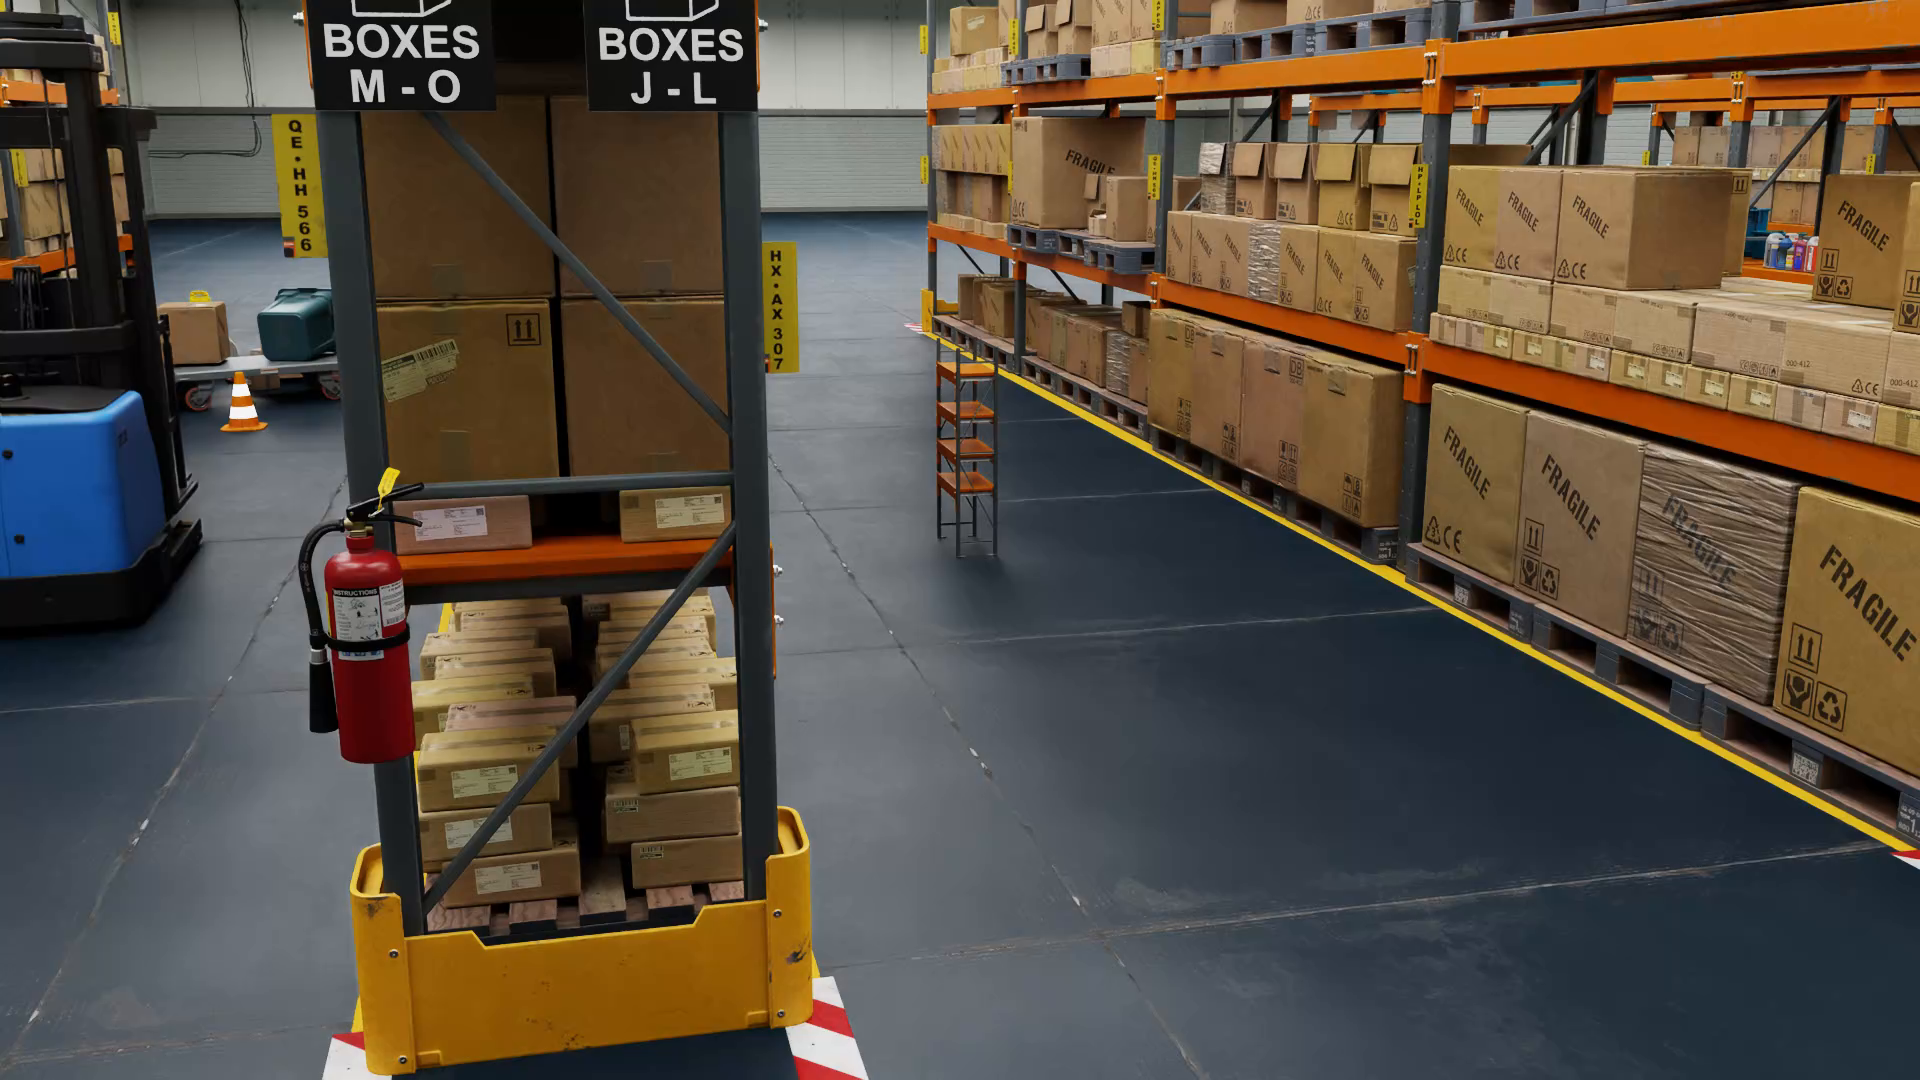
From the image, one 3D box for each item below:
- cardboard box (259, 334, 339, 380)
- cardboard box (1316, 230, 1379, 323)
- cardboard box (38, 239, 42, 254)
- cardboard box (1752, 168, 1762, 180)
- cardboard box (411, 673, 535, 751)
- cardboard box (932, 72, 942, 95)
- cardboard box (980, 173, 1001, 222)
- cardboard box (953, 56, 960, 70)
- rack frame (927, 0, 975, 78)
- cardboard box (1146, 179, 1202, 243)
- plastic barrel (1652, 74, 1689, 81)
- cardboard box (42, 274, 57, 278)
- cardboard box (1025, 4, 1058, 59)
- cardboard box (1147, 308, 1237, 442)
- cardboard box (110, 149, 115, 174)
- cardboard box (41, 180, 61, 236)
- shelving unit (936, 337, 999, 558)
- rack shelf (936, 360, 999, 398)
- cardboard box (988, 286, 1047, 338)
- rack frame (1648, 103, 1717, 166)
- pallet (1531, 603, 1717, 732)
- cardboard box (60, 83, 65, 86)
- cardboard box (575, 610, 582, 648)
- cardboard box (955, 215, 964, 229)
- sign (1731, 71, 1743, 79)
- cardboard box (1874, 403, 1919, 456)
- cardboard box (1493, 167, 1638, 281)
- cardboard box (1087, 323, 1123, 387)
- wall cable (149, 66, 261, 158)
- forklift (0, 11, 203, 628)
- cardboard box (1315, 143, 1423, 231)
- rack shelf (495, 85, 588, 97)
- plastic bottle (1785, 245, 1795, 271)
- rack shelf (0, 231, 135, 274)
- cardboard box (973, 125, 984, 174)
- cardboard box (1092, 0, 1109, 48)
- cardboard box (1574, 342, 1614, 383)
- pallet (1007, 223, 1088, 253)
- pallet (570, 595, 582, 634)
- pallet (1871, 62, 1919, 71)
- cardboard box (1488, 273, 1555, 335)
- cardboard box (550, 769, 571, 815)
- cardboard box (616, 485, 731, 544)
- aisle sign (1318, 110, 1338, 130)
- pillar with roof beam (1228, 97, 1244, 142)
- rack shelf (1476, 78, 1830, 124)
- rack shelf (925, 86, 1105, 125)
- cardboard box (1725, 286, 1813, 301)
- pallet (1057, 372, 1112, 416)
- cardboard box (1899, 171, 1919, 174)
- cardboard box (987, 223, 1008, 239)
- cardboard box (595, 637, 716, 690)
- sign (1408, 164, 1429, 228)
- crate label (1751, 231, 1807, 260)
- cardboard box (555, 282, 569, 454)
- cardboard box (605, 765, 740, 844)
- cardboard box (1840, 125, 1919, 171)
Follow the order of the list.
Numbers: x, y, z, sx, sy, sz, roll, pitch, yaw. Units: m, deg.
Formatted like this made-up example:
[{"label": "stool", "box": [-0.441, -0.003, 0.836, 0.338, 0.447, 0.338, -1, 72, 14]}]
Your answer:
[{"label": "cardboard box", "box": [-6.427, -1.895, 16.337, 0.797, 0.637, 0.503, -3, 14, -13]}, {"label": "cardboard box", "box": [2.438, -1.561, 9.785, 0.500, 0.500, 0.500, -3, 14, -11]}, {"label": "cardboard box", "box": [-8.461, -2.622, 14.869, 0.380, 0.149, 0.250, -3, 14, -12]}, {"label": "cardboard box", "box": [9.978, -4.531, 20.576, 0.380, 0.149, 0.250, -3, 14, -13]}, {"label": "cardboard box", "box": [-1.541, 0.541, 5.261, 0.380, 0.149, 0.250, -4, 14, -14]}, {"label": "cardboard box", "box": [-0.034, -5.332, 19.428, 0.500, 0.250, 0.500, -3, 14, -12]}, {"label": "cardboard box", "box": [0.700, -3.678, 17.824, 0.875, 0.500, 0.500, -3, 14, -13]}, {"label": "cardboard box", "box": [0.138, -5.335, 18.601, 0.380, 0.149, 0.250, -3, 14, -13]}, {"label": "rack frame", "box": [0.105, -6.988, 19.568, 1.000, 3.000, 0.127, -3, 14, -13]}, {"label": "cardboard box", "box": [1.818, -2.603, 13.165, 0.500, 0.500, 0.500, -5, 15, -20]}, {"label": "plastic barrel", "box": [6.272, -4.174, 14.664, 0.301, 0.262, 0.301, 0, 14, 0]}, {"label": "cardboard box", "box": [-8.436, -2.329, 15.103, 0.380, 0.149, 0.250, -3, 14, -12]}, {"label": "cardboard box", "box": [1.058, -4.748, 15.618, 0.797, 0.503, 0.637, -4, 14, -16]}, {"label": "cardboard box", "box": [2.125, -1.239, 12.272, 1.225, 0.875, 0.875, -4, 14, -16]}, {"label": "cardboard box", "box": [-9.085, -3.977, 16.941, 0.700, 0.500, 0.500, -3, 14, -13]}, {"label": "cardboard box", "box": [-8.562, -3.023, 15.142, 0.500, 0.500, 0.500, -3, 14, -13]}, {"label": "shelving unit", "box": [0.039, -0.545, 9.628, 0.258, 1.200, 0.503, -3, 14, -13]}, {"label": "rack shelf", "box": [0.039, -0.926, 9.535, 0.258, 0.148, 0.480, -3, 14, -13]}, {"label": "cardboard box", "box": [0.625, -2.505, 18.244, 0.500, 0.500, 0.500, -5, 14, -18]}, {"label": "rack frame", "box": [9.735, -4.625, 22.536, 1.000, 3.000, 0.127, -3, 14, -13]}, {"label": "pallet", "box": [3.315, 0.511, 7.390, 1.003, 0.211, 1.213, -3, 14, -13]}, {"label": "cardboard box", "box": [-8.769, -4.438, 15.979, 0.380, 0.149, 0.250, -3, 14, -14]}, {"label": "cardboard box", "box": [-1.451, 0.390, 7.133, 0.380, 0.149, 0.250, -4, 14, -15]}, {"label": "cardboard box", "box": [0.155, -3.641, 19.037, 0.380, 0.149, 0.250, -3, 14, -13]}, {"label": "sign", "box": [6.265, -3.878, 13.380, 0.100, 0.325, 0.005, -3, 14, -13]}, {"label": "cardboard box", "box": [3.396, -0.384, 5.708, 0.380, 0.149, 0.250, -3, 14, -13]}, {"label": "cardboard box", "box": [2.895, -1.502, 7.865, 0.500, 0.500, 0.500, -3, 14, -13]}, {"label": "cardboard box", "box": [1.524, -1.638, 14.653, 0.700, 0.500, 0.500, -2, 14, -8]}, {"label": "wall cable", "box": [-21.517, -12.113, 47.088, 3.097, 2.526, 0.112, -3, 14, -13]}, {"label": "forklift", "box": [-4.912, -1.285, 9.012, 1.130, 2.935, 3.031, -4, 14, -16]}, {"label": "cardboard box", "box": [2.615, -2.147, 10.070, 0.797, 0.503, 0.637, -3, 14, -13]}, {"label": "rack shelf", "box": [-3.331, -3.544, 13.307, 1.077, 0.370, 4.000, -3, 14, -13]}, {"label": "plastic bottle", "box": [6.609, -2.239, 13.189, 0.097, 0.201, 0.097, 0, 14, 0]}, {"label": "rack shelf", "box": [-9.059, -2.710, 16.216, 1.077, 0.370, 4.000, -3, 14, -13]}, {"label": "cardboard box", "box": [0.436, -4.149, 17.643, 0.500, 0.500, 0.500, -3, 14, -13]}, {"label": "cardboard box", "box": [1.396, -4.305, 13.645, 0.500, 0.500, 0.500, -3, 14, -12]}, {"label": "cardboard box", "box": [2.974, -0.797, 7.400, 0.380, 0.149, 0.250, -3, 14, -13]}, {"label": "pallet", "box": [1.082, -2.873, 15.771, 1.003, 0.211, 1.213, -3, 14, -13]}, {"label": "pallet", "box": [-1.730, 0.456, 7.617, 1.003, 0.211, 1.213, -3, 14, -13]}, {"label": "pallet", "box": [7.189, -3.383, 11.533, 1.003, 0.211, 1.213, -3, 14, -13]}, {"label": "cardboard box", "box": [2.891, -1.139, 7.957, 0.500, 0.250, 0.500, -3, 14, -13]}, {"label": "cardboard box", "box": [-1.393, 0.738, 5.081, 0.380, 0.149, 0.250, -4, 14, -14]}, {"label": "cardboard box", "box": [-0.740, -0.100, 4.546, 0.380, 0.149, 0.250, -3, 14, -14]}, {"label": "aisle sign", "box": [4.617, -5.613, 21.102, 0.394, 0.787, 0.004, -3, 14, -13]}, {"label": "pillar with roof beam", "box": [4.324, -14.384, 49.840, 9.100, 9.000, 0.548, -3, 14, -13]}, {"label": "rack shelf", "box": [6.328, -4.073, 15.474, 1.077, 0.370, 4.000, -3, 14, -13]}, {"label": "rack shelf", "box": [0.574, -4.720, 18.121, 1.077, 0.370, 4.000, -3, 14, -13]}, {"label": "cardboard box", "box": [3.641, -0.935, 7.125, 0.500, 0.250, 0.500, -4, 14, -14]}, {"label": "pallet", "box": [1.518, -1.335, 14.945, 1.003, 0.211, 1.213, -3, 14, -13]}, {"label": "cardboard box", "box": [10.799, -4.138, 18.968, 0.380, 0.149, 0.250, -3, 14, -13]}, {"label": "cardboard box", "box": [0.491, -3.233, 17.367, 0.380, 0.149, 0.250, -3, 14, -13]}, {"label": "cardboard box", "box": [-1.031, 0.448, 5.641, 0.380, 0.149, 0.250, -4, 14, -16]}, {"label": "sign", "box": [2.398, -1.797, 8.688, 0.100, 0.325, 0.005, -3, 14, -13]}, {"label": "crate label", "box": [7.063, -2.541, 14.359, 0.303, 0.233, 0.416, -3, 14, -13]}, {"label": "cardboard box", "box": [-0.970, -0.563, 5.075, 0.500, 0.500, 0.500, -3, 14, -13]}, {"label": "cardboard box", "box": [-0.856, 0.772, 4.942, 0.380, 0.149, 0.250, -3, 14, -11]}, {"label": "cardboard box", "box": [10.564, -4.483, 19.011, 0.700, 0.500, 0.500, -3, 14, -13]}]
